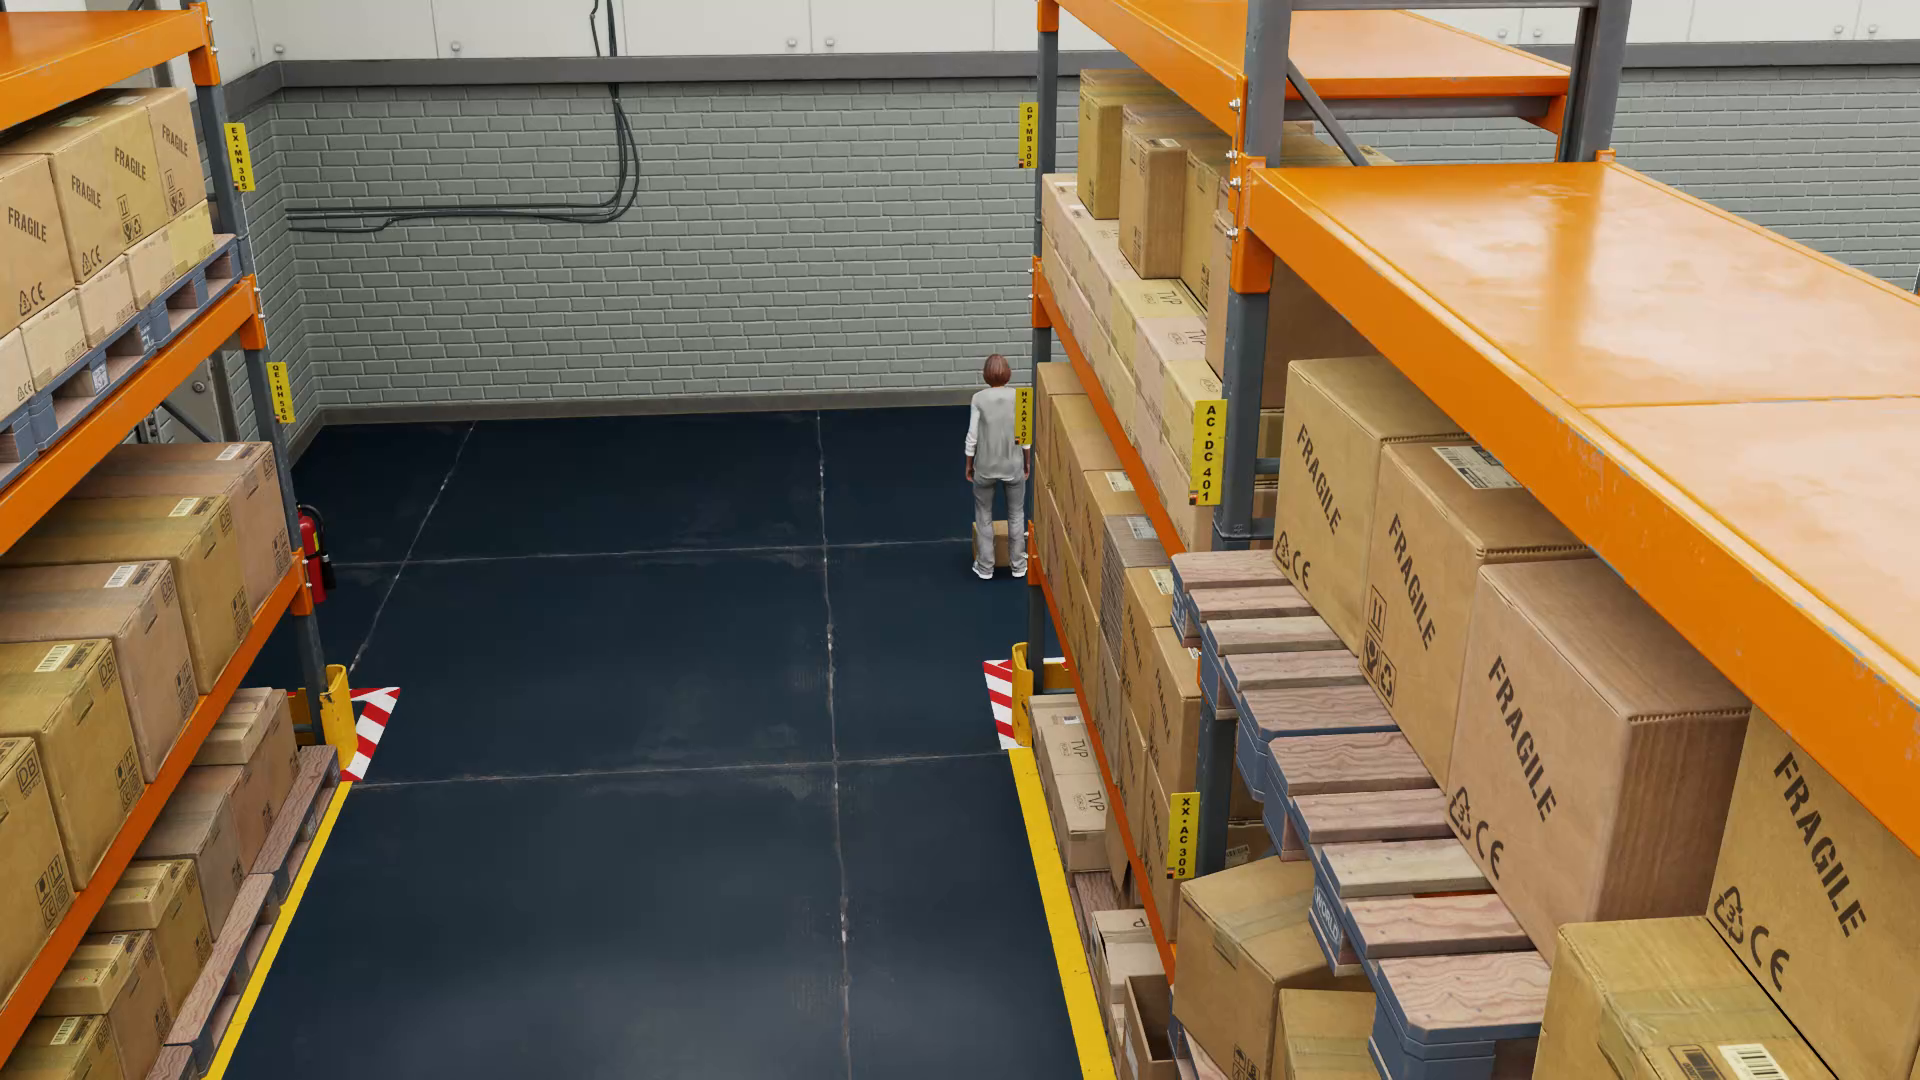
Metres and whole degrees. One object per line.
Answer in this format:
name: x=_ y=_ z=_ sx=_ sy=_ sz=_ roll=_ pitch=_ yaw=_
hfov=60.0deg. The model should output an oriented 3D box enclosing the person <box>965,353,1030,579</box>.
person: x=0.265 y=-0.472 z=11.406 sx=0.461 sy=1.558 sz=0.343 roll=-2 pitch=24 yaw=-5
